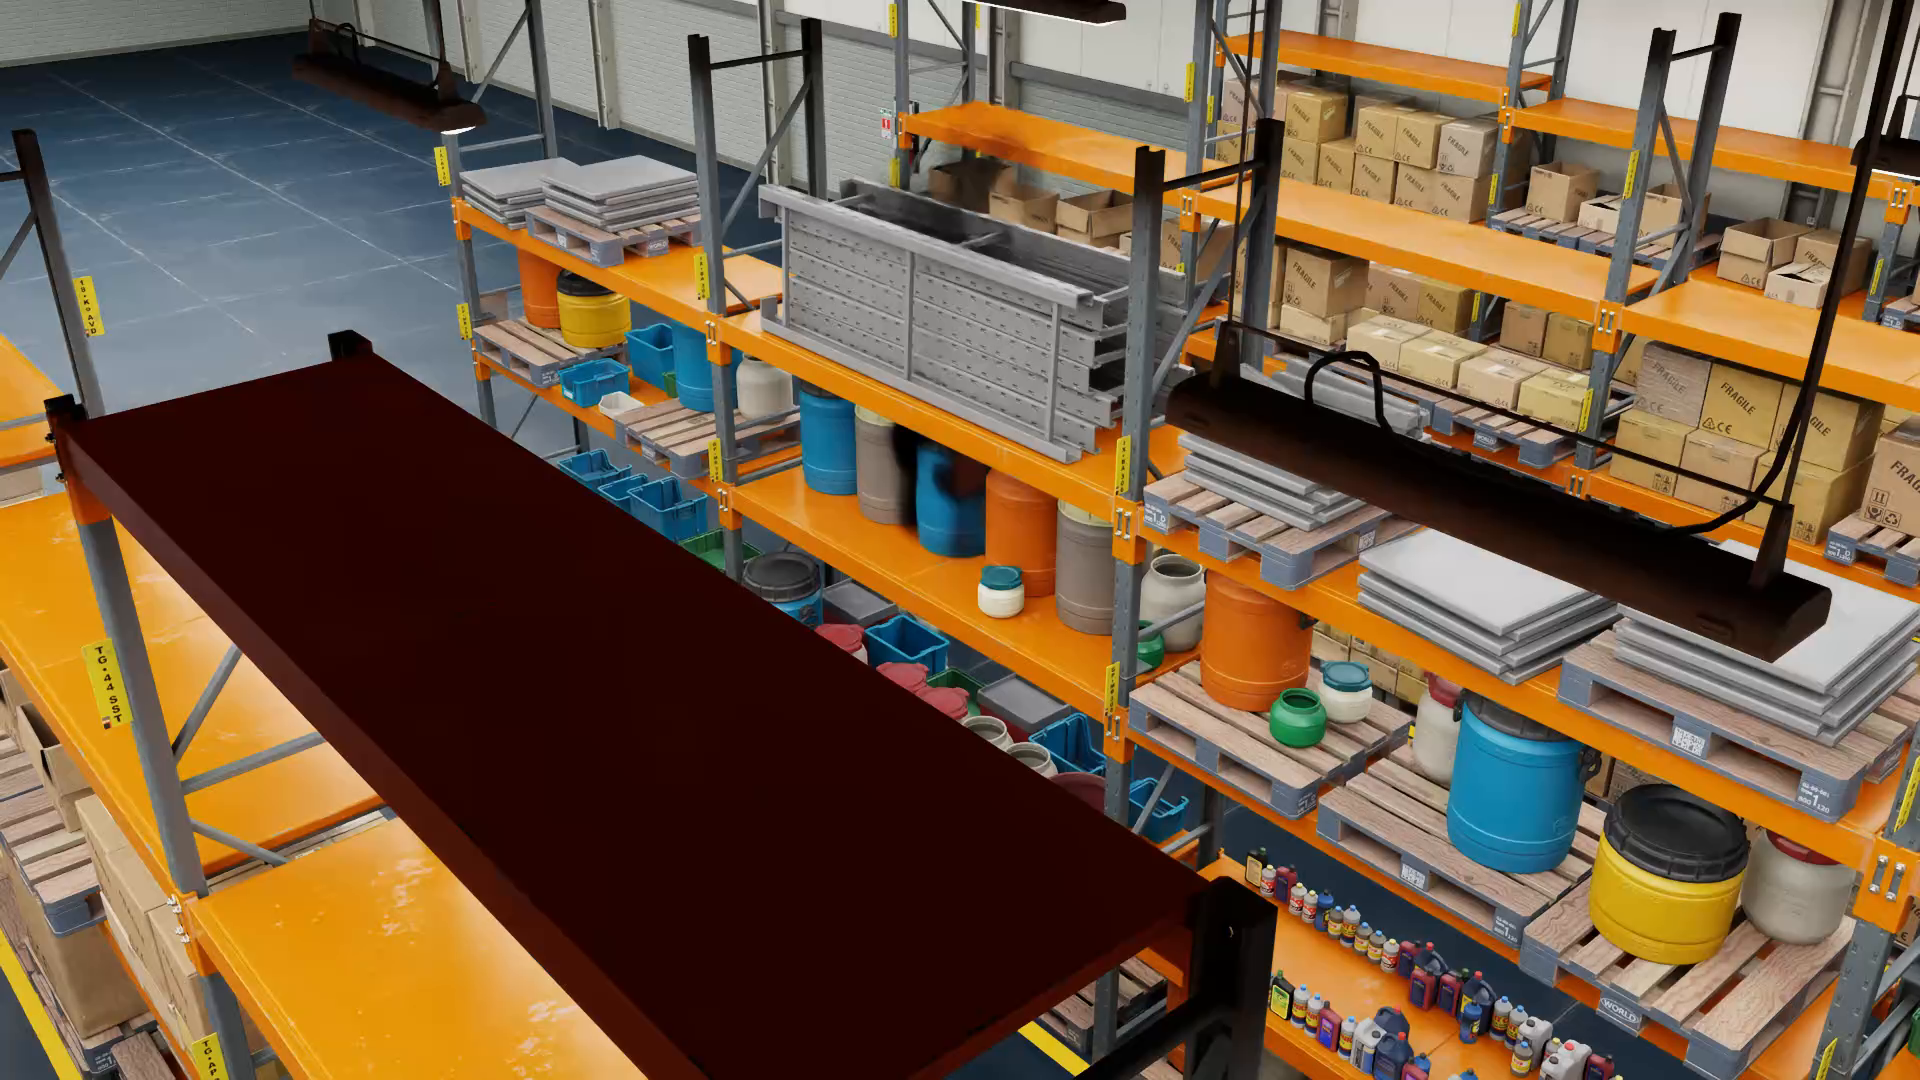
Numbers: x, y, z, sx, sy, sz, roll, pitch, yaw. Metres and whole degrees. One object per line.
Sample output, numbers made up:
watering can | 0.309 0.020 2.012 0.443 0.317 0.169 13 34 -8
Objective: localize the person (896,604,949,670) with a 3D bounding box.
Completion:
person | -0.212 0.789 14.320 0.656 1.628 0.969 -23 35 -37
